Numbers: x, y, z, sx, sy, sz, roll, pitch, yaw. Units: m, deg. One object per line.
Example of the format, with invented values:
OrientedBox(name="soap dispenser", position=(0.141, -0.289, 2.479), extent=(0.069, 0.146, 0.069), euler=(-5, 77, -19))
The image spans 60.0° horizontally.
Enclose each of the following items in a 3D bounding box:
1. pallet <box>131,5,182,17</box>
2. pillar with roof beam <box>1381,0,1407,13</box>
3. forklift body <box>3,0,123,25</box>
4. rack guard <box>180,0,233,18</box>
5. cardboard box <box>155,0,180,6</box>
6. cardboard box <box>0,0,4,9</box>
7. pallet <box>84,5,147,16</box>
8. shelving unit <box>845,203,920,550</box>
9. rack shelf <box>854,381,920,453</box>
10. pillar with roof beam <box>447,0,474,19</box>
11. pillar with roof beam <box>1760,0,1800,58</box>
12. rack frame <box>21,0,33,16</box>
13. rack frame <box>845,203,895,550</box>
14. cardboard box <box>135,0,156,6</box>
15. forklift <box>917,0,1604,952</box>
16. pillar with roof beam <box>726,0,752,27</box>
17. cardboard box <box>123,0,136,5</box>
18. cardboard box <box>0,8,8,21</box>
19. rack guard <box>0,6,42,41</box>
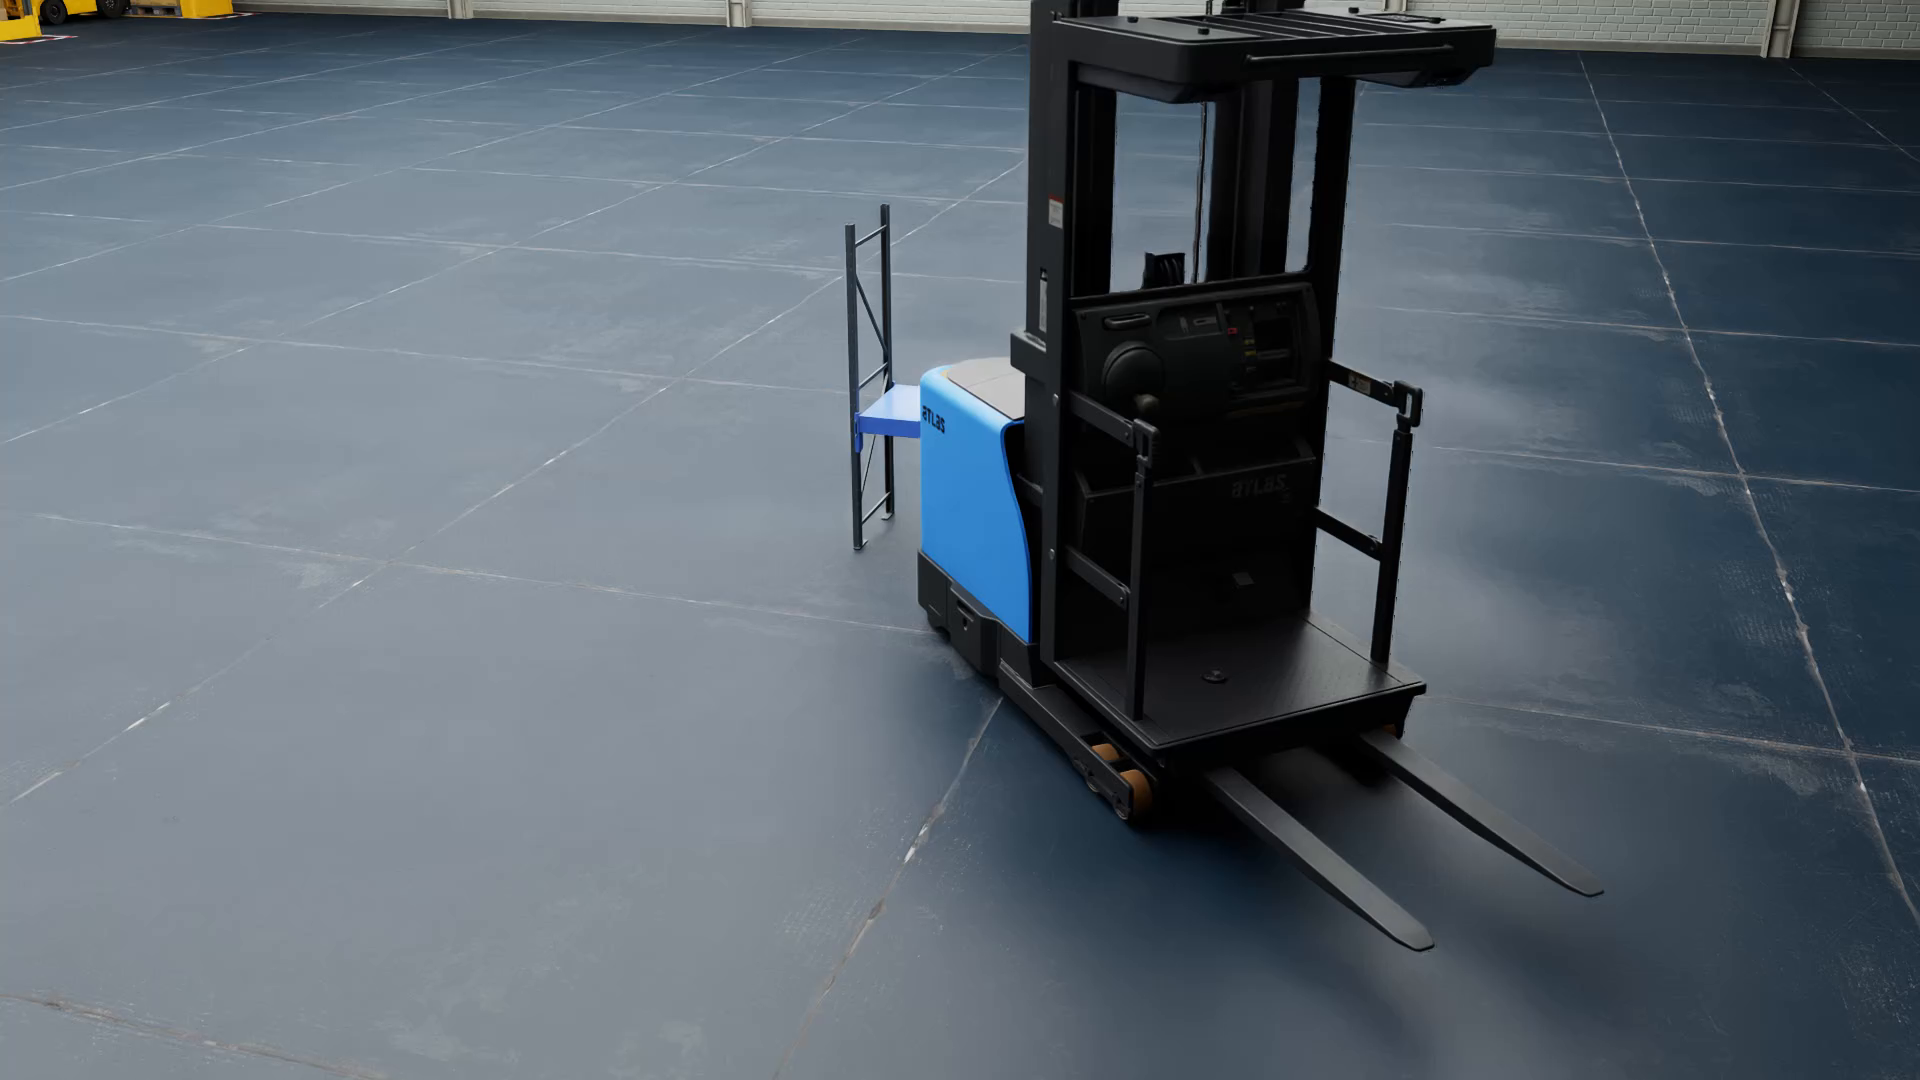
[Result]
OrientedBox(name="pallet", position=(-15.995, -10.800, 33.821), extent=(1.213, 0.211, 1.003), euler=(7, 23, 16))
OrientedBox(name="pillar with roof beam", position=(6.076, -11.006, 22.743), extent=(0.400, 9.000, 9.100), euler=(7, 23, 16))
OrientedBox(name="forklift body", position=(-17.594, -11.174, 32.176), extent=(1.214, 2.155, 2.313), euler=(7, 23, 16))
OrientedBox(name="rack guard", position=(-15.228, -10.862, 33.592), extent=(0.348, 0.500, 1.175), euler=(7, 23, 16))
OrientedBox(name="cardboard box", position=(-15.792, -10.880, 33.412), extent=(0.500, 0.250, 0.500), euler=(7, 23, 16))
OrientedBox(name="cardboard box", position=(-17.397, -9.678, 29.493), extent=(0.500, 0.500, 0.500), euler=(6, 23, 14))
OrientedBox(name="pallet", position=(-17.160, -10.934, 34.149), extent=(1.213, 0.211, 1.003), euler=(7, 23, 15))
OrientedBox(name="shelving unit", position=(0.082, -0.685, 7.463), extent=(1.048, 1.500, 0.538), euler=(7, 23, 16))
OrientedBox(name="rack shelf", position=(0.082, -0.518, 7.531), extent=(1.000, 0.185, 0.538), euler=(7, 23, 16))
OrientedBox(name="pillar with roof beam", position=(-11.157, -12.979, 27.554), extent=(0.400, 9.000, 9.100), euler=(7, 23, 16))
OrientedBox(name="pillar with roof beam", position=(11.820, -10.348, 21.140), extent=(0.400, 9.000, 9.100), euler=(7, 23, 16))
OrientedBox(name="rack frame", position=(-16.681, -10.218, 28.727), extent=(0.127, 3.000, 1.000), euler=(7, 23, 16))
OrientedBox(name="rack frame", position=(-0.405, -0.740, 7.598), extent=(0.032, 1.500, 0.500), euler=(7, 23, 16))
OrientedBox(name="cardboard box", position=(-16.266, -10.938, 33.554), extent=(0.500, 0.250, 0.500), euler=(7, 23, 15))
OrientedBox(name="forklift", position=(0.902, -0.617, 5.411), extent=(1.130, 2.935, 3.031), euler=(-10, 24, -23))
OrientedBox(name="pillar with roof beam", position=(-5.413, -12.321, 25.950), extent=(0.400, 9.000, 9.100), euler=(7, 23, 16))
OrientedBox(name="cardboard box", position=(-16.742, -10.996, 33.695), extent=(0.500, 0.250, 0.500), euler=(7, 23, 16))
OrientedBox(name="cardboard box", position=(-17.374, -9.329, 29.629), extent=(0.500, 0.250, 0.500), euler=(6, 23, 15))
OrientedBox(name="rack guard", position=(-16.754, -9.069, 29.221), extent=(0.348, 0.500, 1.175), euler=(7, 23, 16))
